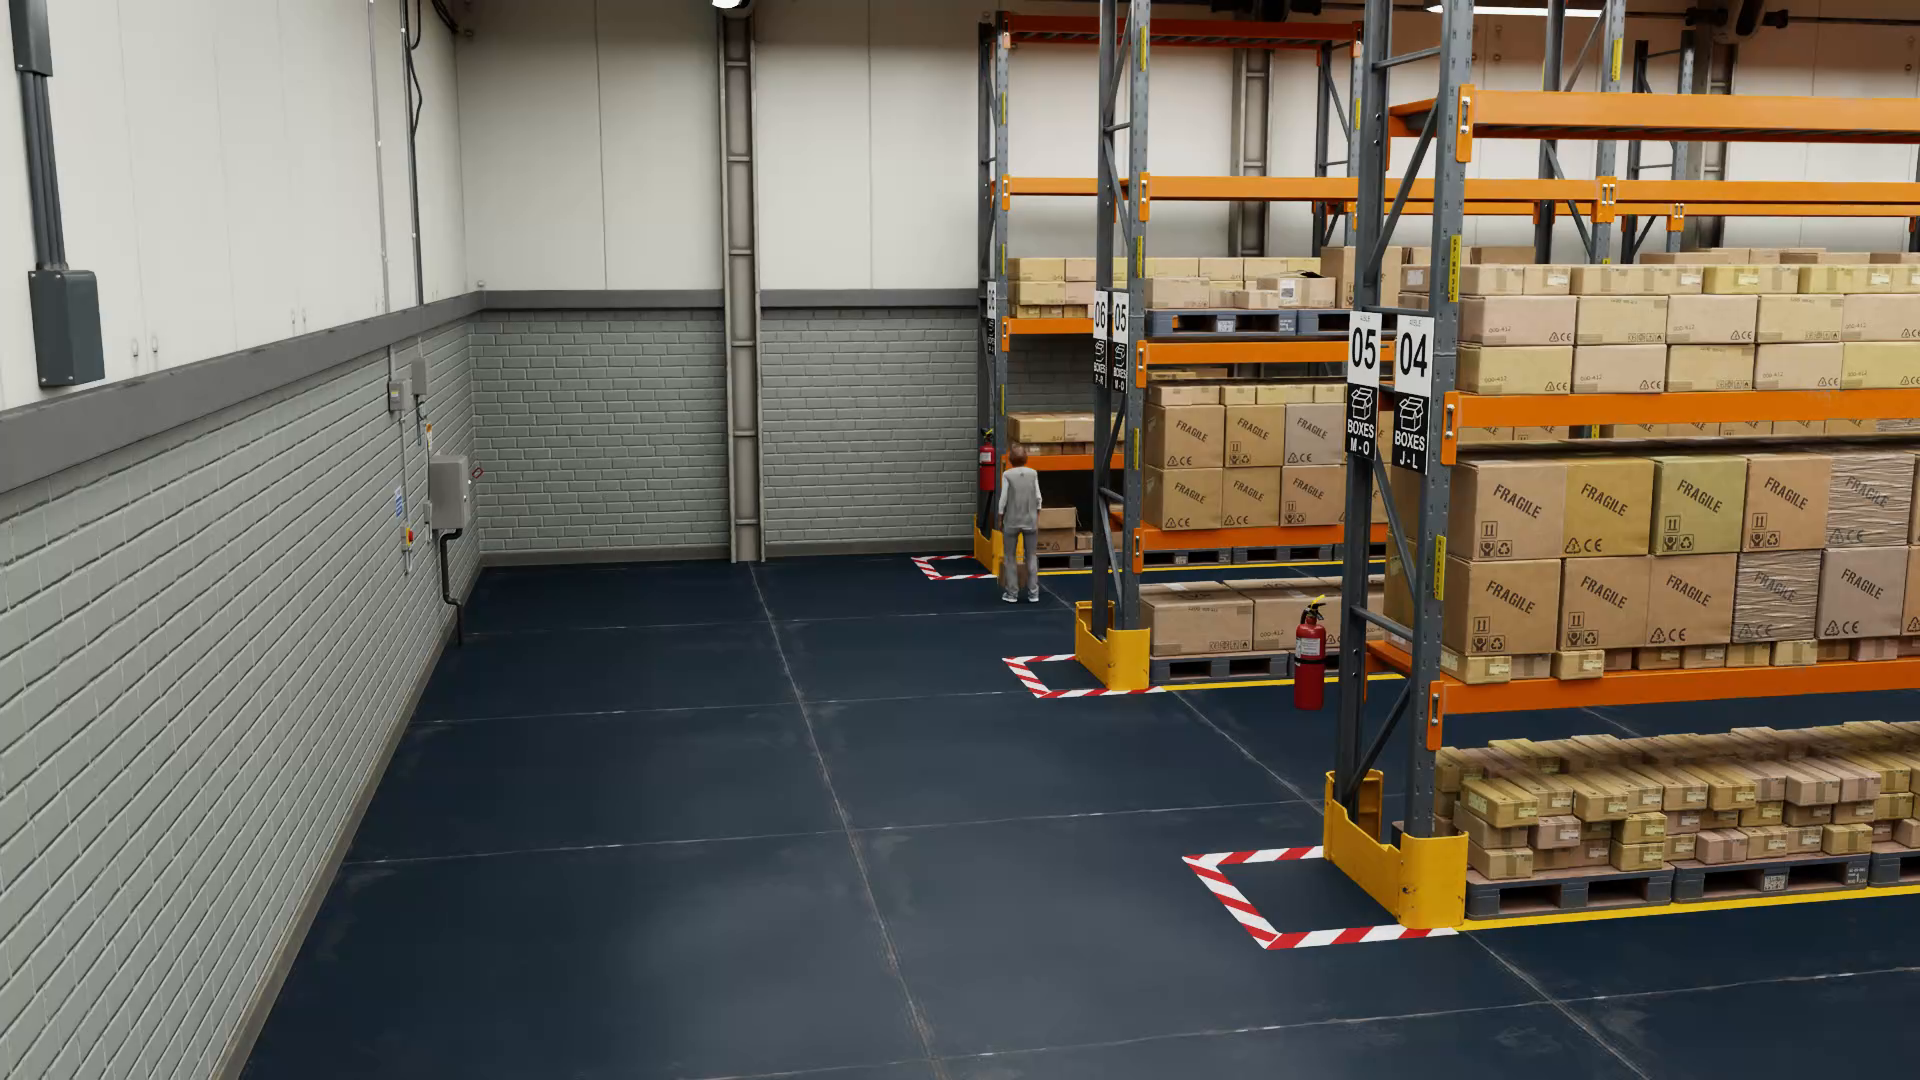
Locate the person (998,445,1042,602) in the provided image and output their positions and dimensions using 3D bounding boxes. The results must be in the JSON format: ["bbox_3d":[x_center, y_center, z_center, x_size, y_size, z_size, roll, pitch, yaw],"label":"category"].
[{"bbox_3d":[0.602,-0.159,16.837,0.458,1.595,0.374,-2,10,-13],"label":"person"}]
